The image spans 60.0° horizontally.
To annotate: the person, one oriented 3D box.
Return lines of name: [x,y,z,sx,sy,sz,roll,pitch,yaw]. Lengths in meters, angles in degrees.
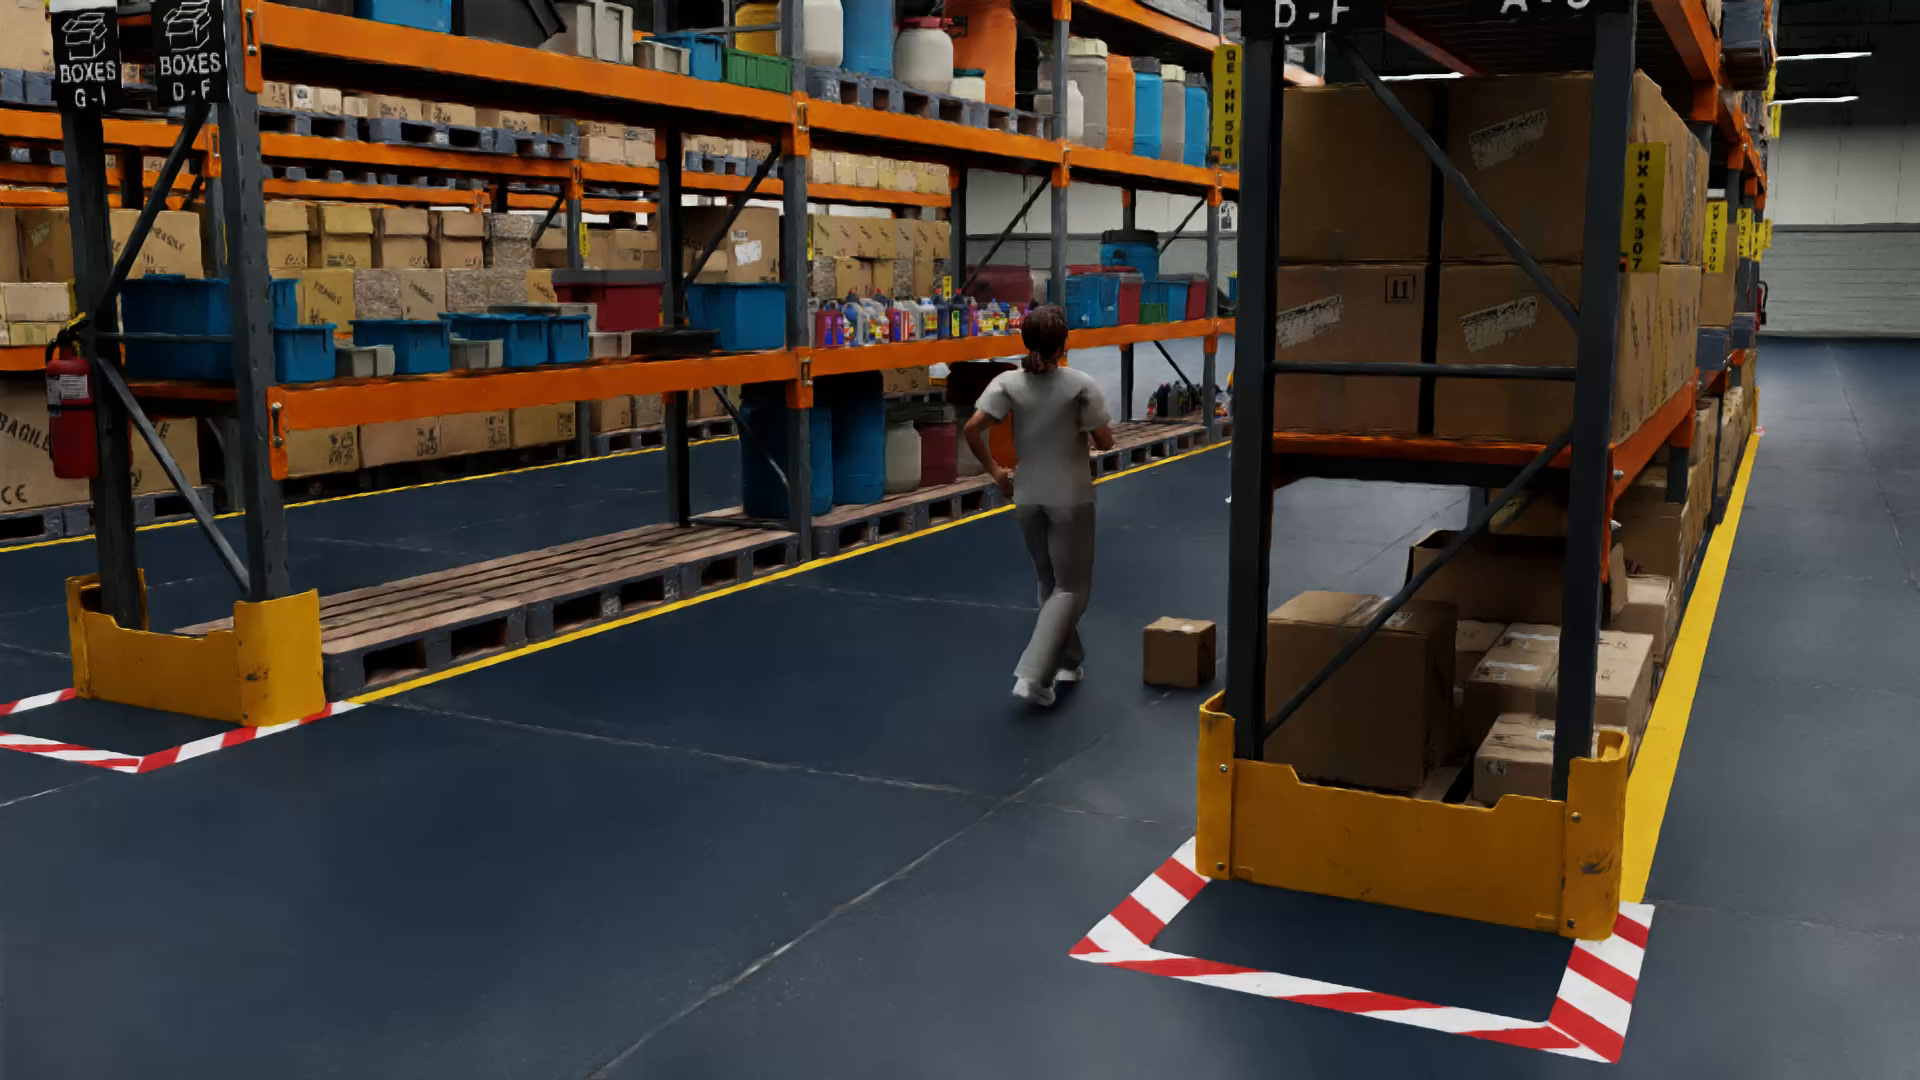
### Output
person: [0.429,-0.027,6.885,0.531,1.401,0.788,6,11,31]
